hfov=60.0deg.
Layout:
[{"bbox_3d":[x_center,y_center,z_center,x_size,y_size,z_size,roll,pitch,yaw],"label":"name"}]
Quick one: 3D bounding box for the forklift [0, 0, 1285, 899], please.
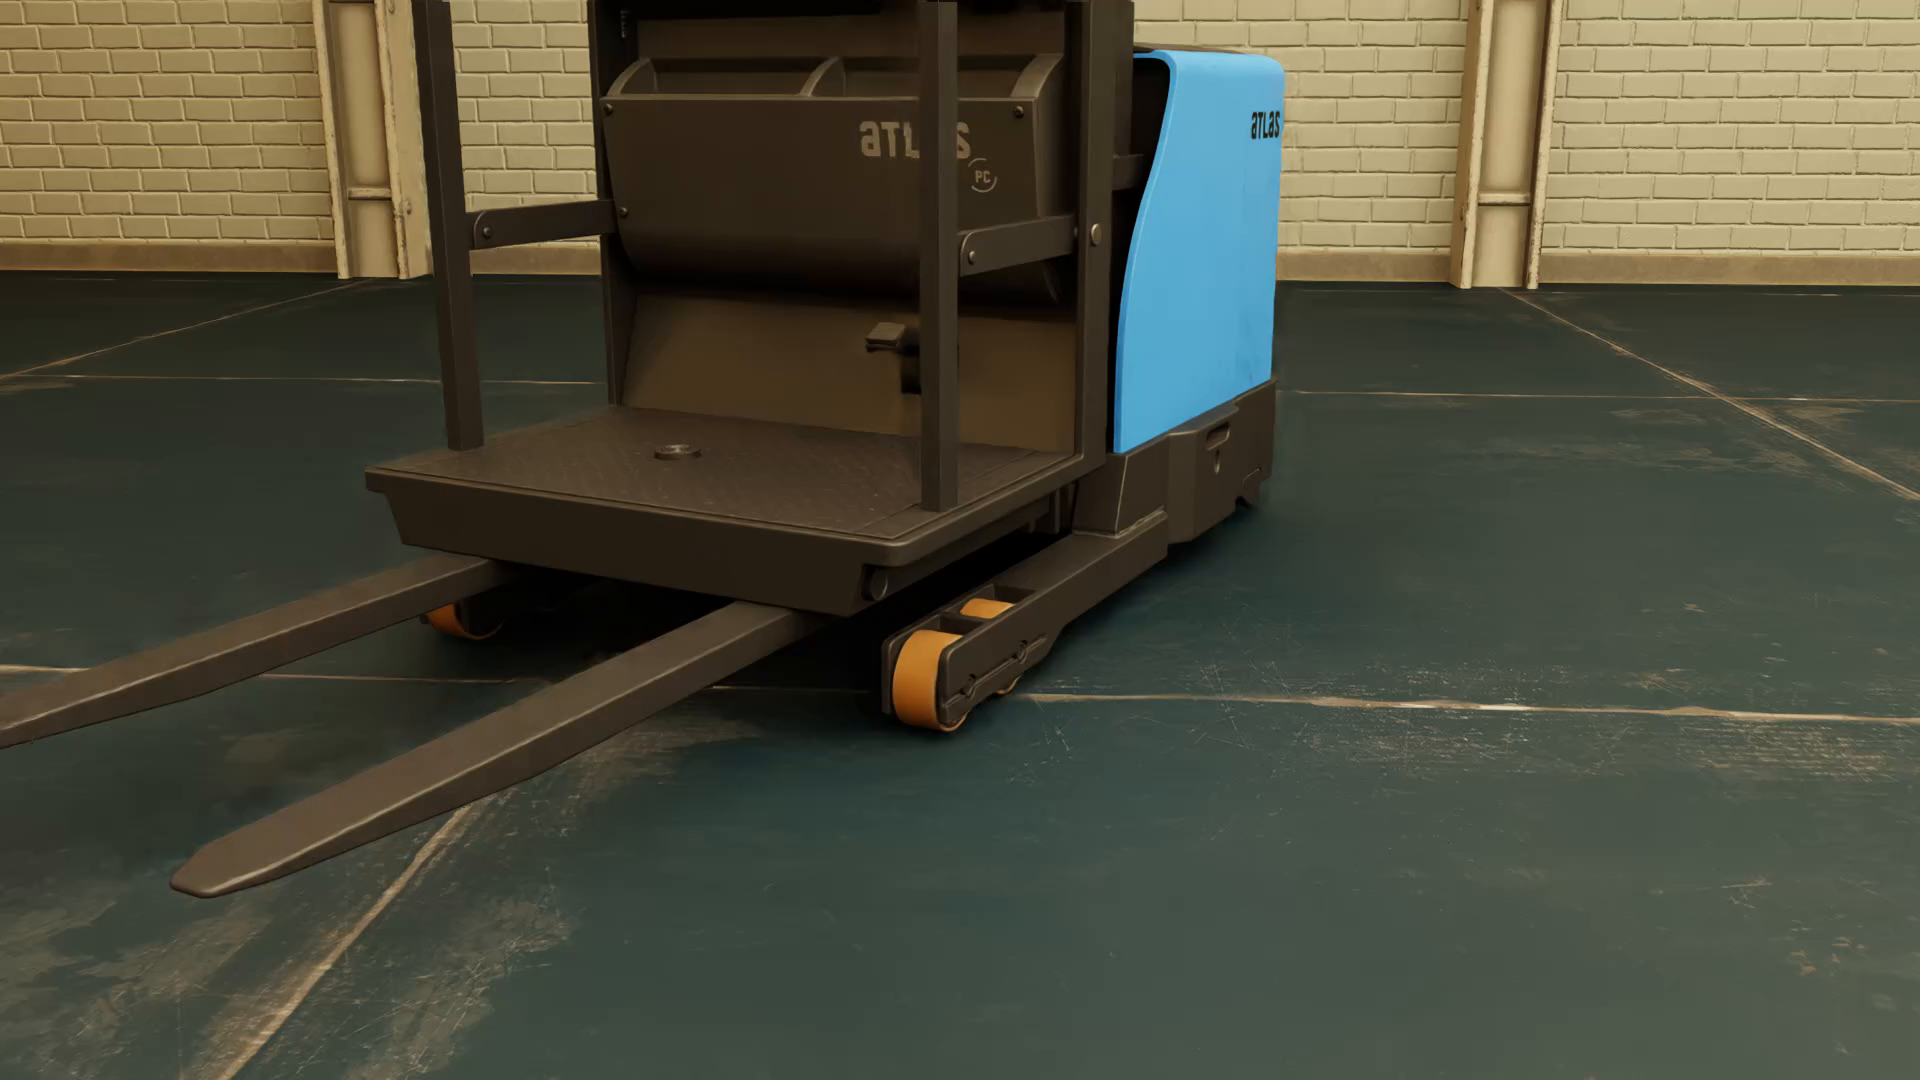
[{"bbox_3d":[-0.350,-1.237,2.778,1.130,2.935,3.031,8,17,26],"label":"forklift"}]
